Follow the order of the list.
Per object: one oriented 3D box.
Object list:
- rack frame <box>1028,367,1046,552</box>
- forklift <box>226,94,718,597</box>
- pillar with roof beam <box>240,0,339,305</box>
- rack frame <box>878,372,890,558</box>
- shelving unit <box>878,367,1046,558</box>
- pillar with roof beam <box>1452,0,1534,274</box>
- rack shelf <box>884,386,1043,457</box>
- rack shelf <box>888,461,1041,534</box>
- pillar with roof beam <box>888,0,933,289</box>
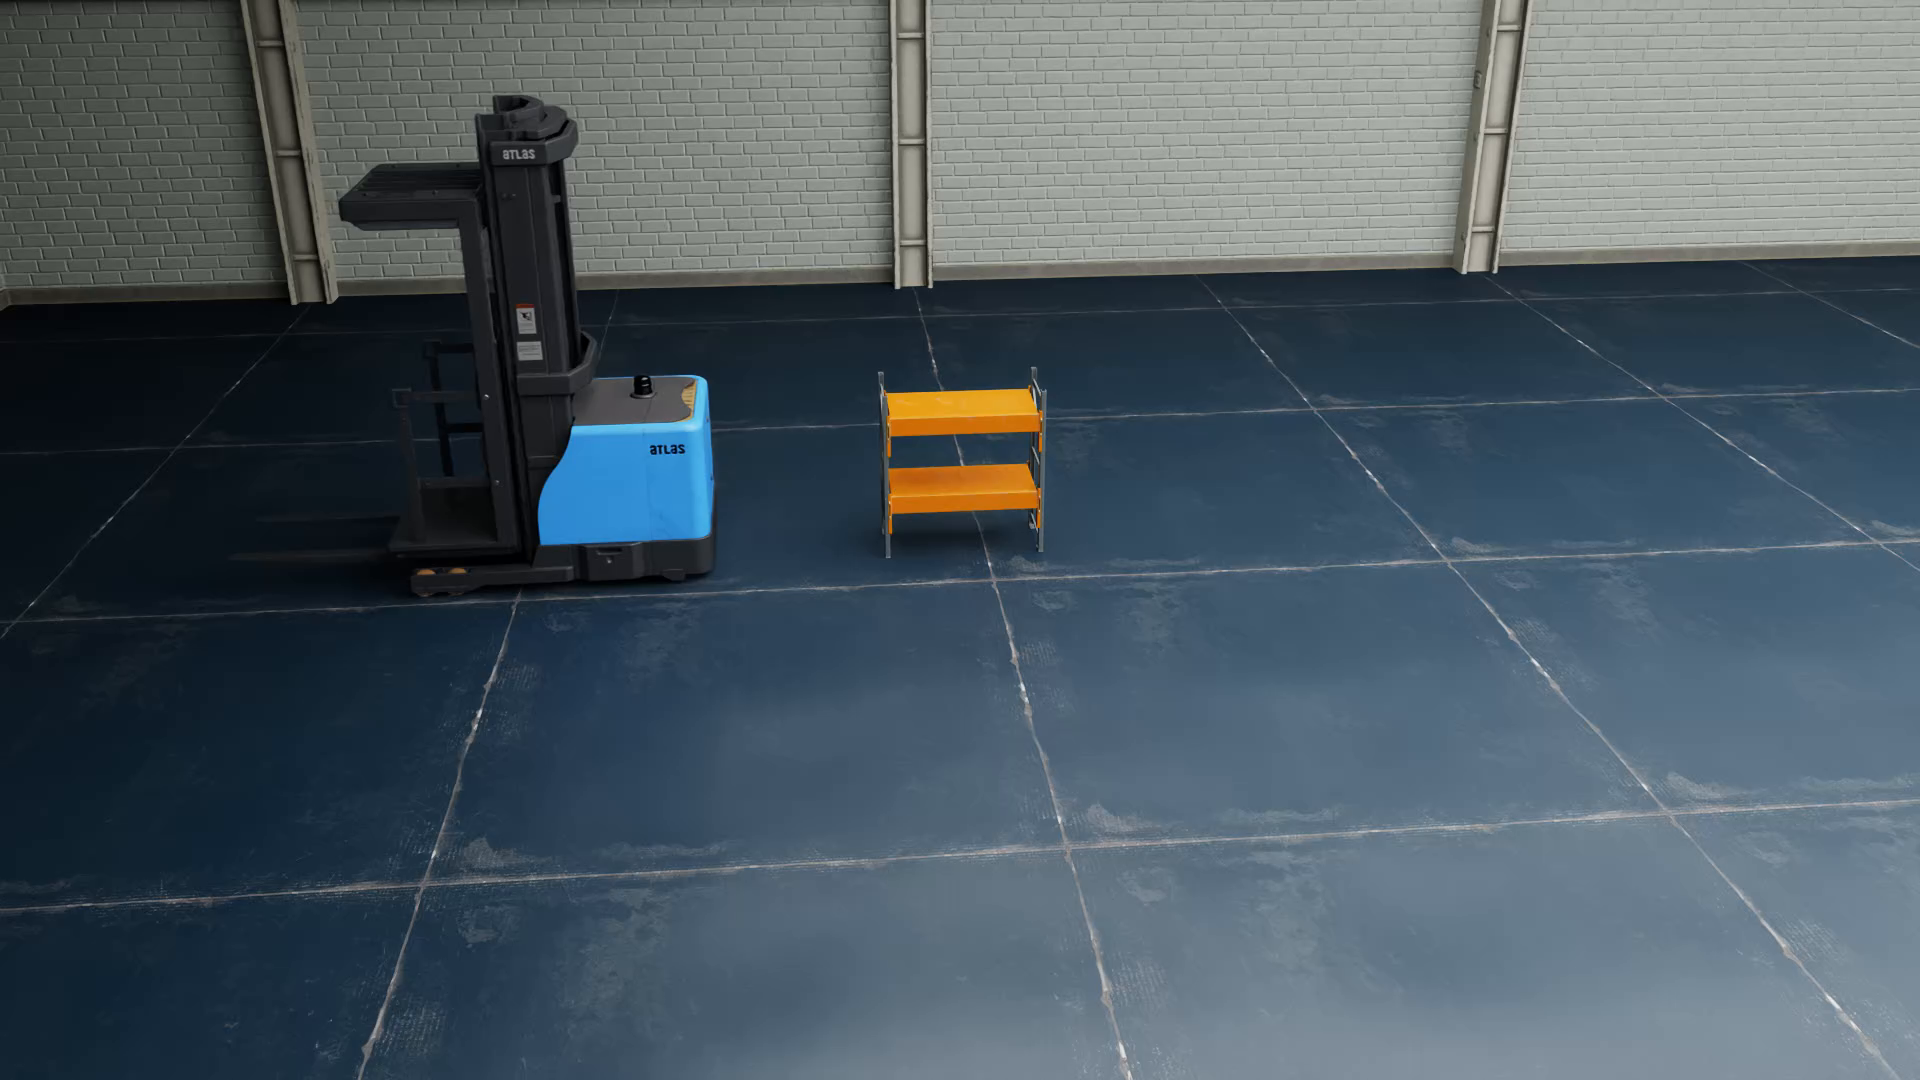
[{"bbox_3d":[0.513,-0.535,11.068,0.032,1.125,0.500,-2,24,-5],"label":"rack frame"},{"bbox_3d":[-3.131,-1.210,10.364,3.031,2.935,1.130,-2,24,-5],"label":"forklift"},{"bbox_3d":[-6.036,-4.776,10.916,0.400,9.000,9.100,-2,24,-5],"label":"pillar with roof beam"},{"bbox_3d":[-0.499,-0.494,10.976,0.032,1.125,0.500,-2,24,-5],"label":"rack frame"},{"bbox_3d":[0.007,-0.514,11.022,1.048,1.125,0.538,-2,24,-5],"label":"shelving unit"},{"bbox_3d":[5.906,-5.255,11.994,0.400,9.000,9.100,-2,24,-5],"label":"pillar with roof beam"},{"bbox_3d":[0.007,-0.782,10.903,1.000,0.278,0.538,-2,24,-5],"label":"rack shelf"},{"bbox_3d":[0.007,-0.291,11.121,1.000,0.278,0.538,-2,24,-5],"label":"rack shelf"},{"bbox_3d":[-0.065,-5.016,11.455,0.400,9.000,9.100,-2,24,-5],"label":"pillar with roof beam"}]
